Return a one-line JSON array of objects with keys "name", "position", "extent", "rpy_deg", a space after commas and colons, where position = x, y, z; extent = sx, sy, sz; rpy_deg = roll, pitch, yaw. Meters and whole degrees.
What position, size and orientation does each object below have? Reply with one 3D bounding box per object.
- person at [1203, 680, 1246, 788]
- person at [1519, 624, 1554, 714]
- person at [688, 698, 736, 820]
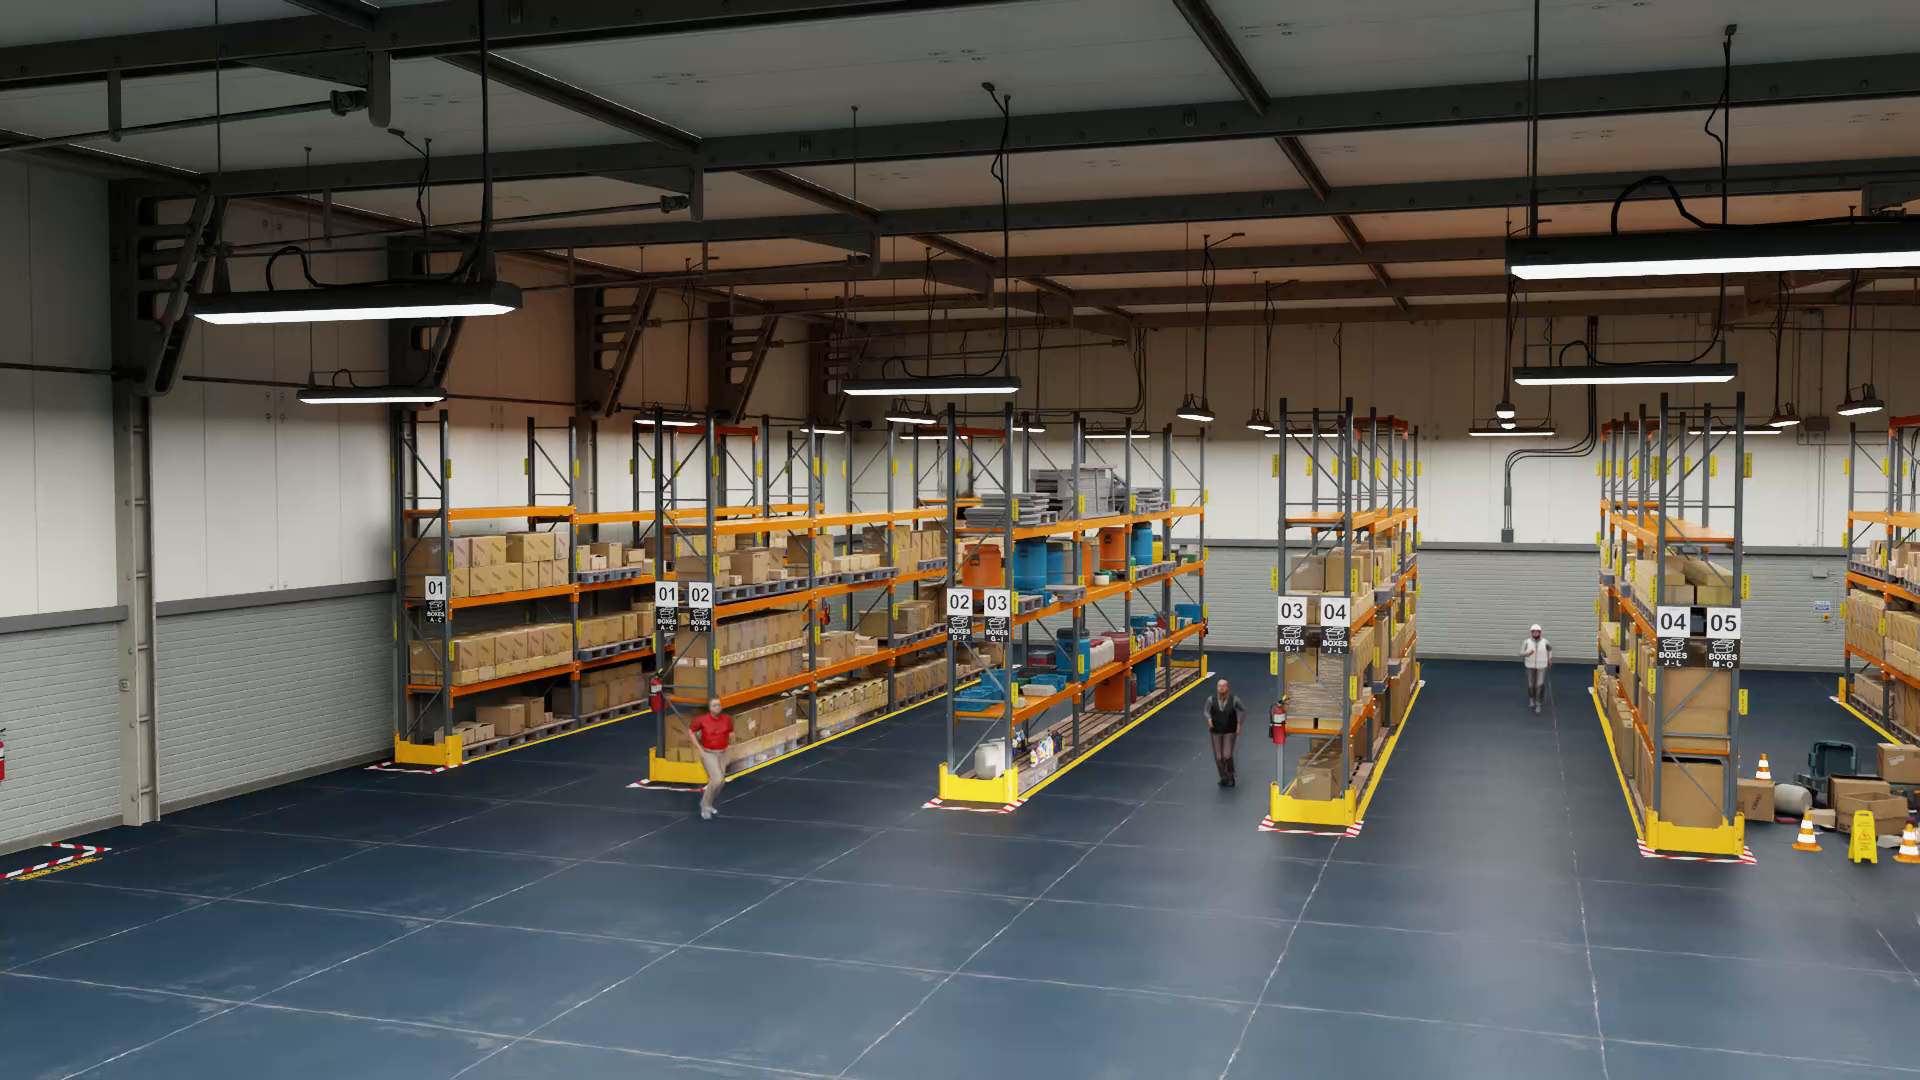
[{"name": "person", "position": [4.112, 3.034, 26.019], "extent": [0.642, 1.698, 0.665], "rpy_deg": [1, 3, 22]}, {"name": "person", "position": [11.850, 2.625, 34.210], "extent": [0.648, 1.780, 0.921], "rpy_deg": [1, 3, 23]}, {"name": "person", "position": [-3.488, 3.141, 23.835], "extent": [0.631, 1.752, 0.709], "rpy_deg": [-2, 3, -41]}]
